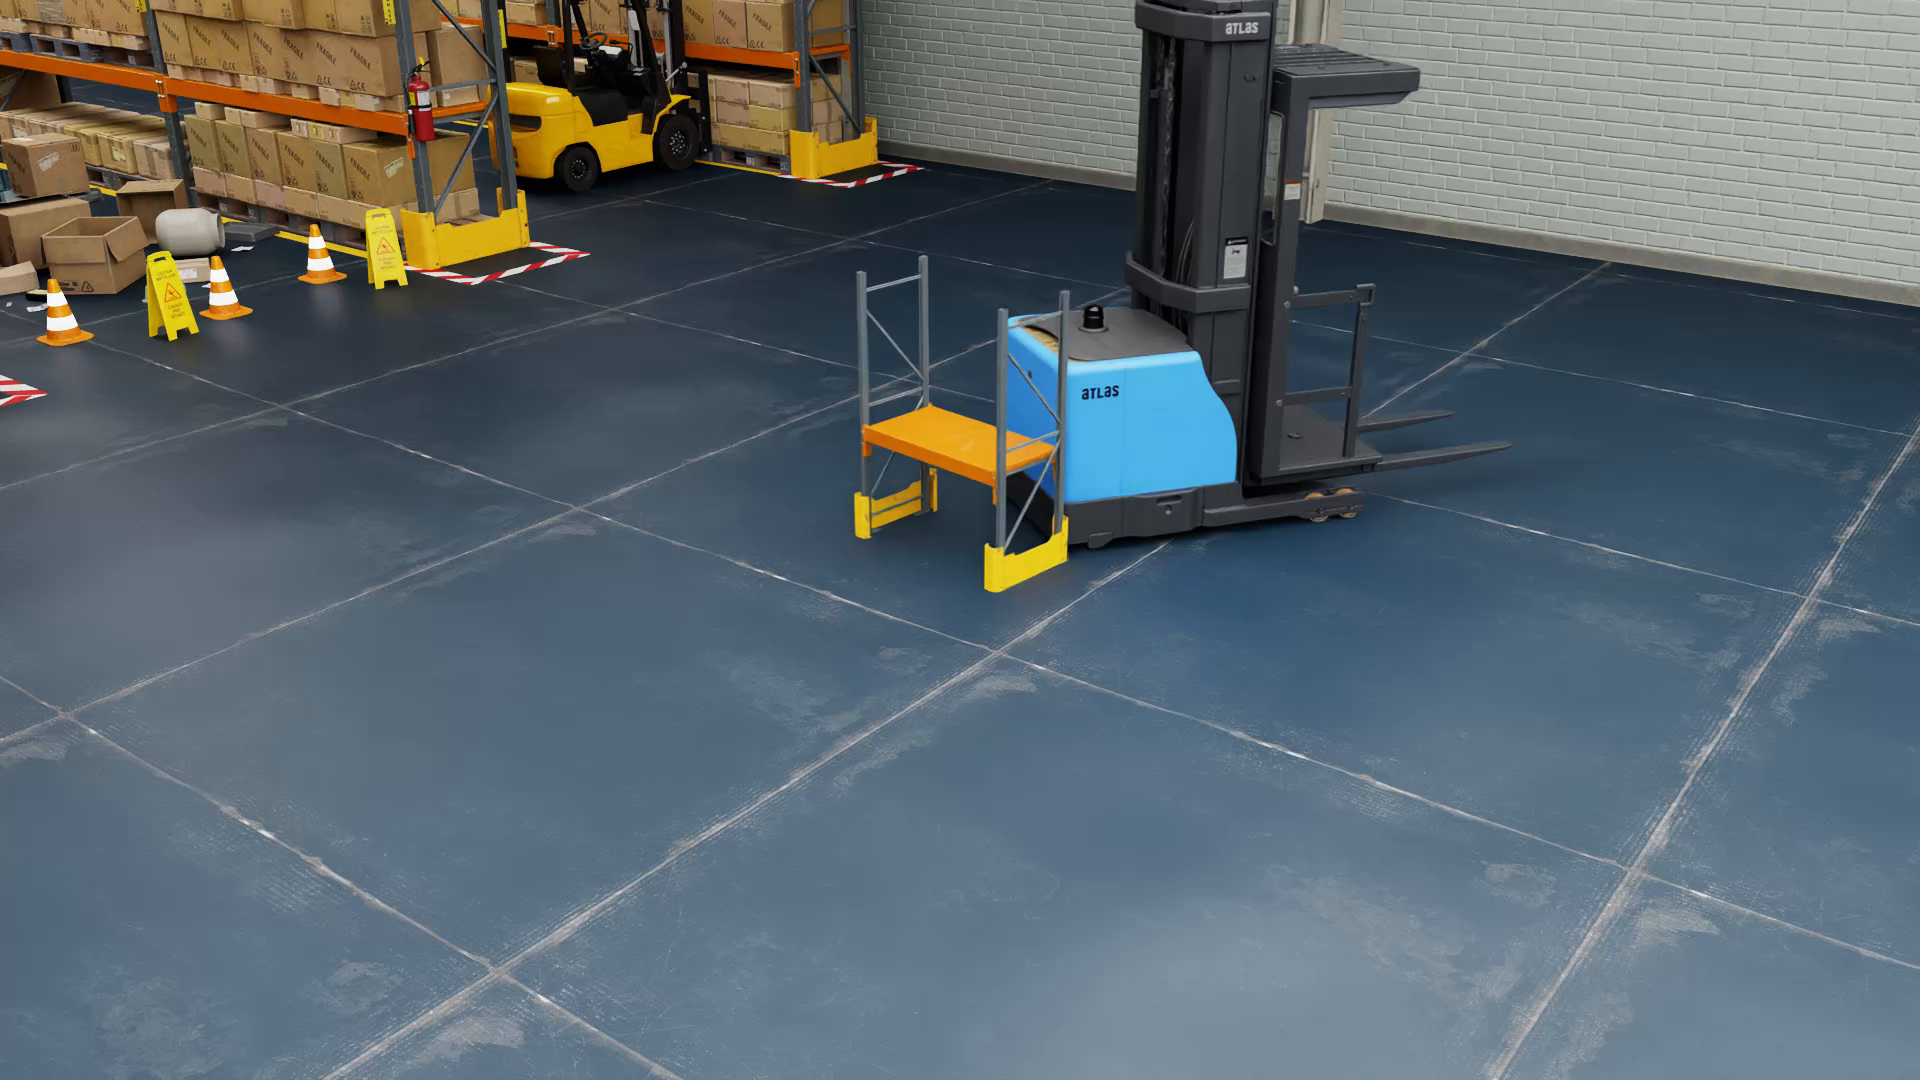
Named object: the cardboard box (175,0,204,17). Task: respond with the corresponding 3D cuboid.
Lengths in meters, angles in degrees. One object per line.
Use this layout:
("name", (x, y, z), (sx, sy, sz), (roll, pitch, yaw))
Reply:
("cardboard box", (-6.982, -5.251, 15.715), (0.500, 0.500, 0.700), (17, 29, 34))

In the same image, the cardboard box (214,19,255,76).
("cardboard box", (-6.605, -4.665, 15.624), (0.500, 0.500, 0.500), (17, 29, 33))

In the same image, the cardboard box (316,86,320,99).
("cardboard box", (-5.633, -4.112, 15.174), (0.250, 0.149, 0.380), (17, 29, 34))

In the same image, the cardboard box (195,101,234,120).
("cardboard box", (-7.225, -4.213, 16.247), (0.250, 0.149, 0.380), (17, 29, 34))

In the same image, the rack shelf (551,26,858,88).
("rack shelf", (-3.025, -5.708, 19.378), (4.000, 0.370, 1.077), (17, 29, 33))

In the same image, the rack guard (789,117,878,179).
("rack guard", (-1.405, -4.404, 18.626), (0.348, 0.500, 1.175), (17, 29, 33))

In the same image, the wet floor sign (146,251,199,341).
("wet floor sign", (-6.076, -1.885, 12.727), (0.232, 0.644, 0.267), (12, 26, 24))

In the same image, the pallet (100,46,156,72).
("pallet", (-8.124, -5.063, 17.258), (1.213, 0.211, 1.003), (17, 29, 33))

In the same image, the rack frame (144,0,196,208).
("rack frame", (-7.599, -4.919, 16.694), (0.127, 3.000, 1.000), (17, 29, 33))

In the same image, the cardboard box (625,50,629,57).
("cardboard box", (-4.116, -5.856, 20.470), (0.500, 0.250, 0.500), (17, 29, 34))

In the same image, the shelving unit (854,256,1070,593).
("shelving unit", (-0.002, -0.644, 8.851), (1.083, 1.500, 0.587), (22, 32, 40))

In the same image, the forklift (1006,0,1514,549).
("forklift", (1.788, -1.636, 9.327), (3.031, 2.935, 1.130), (-8, 25, -17))

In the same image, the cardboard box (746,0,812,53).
("cardboard box", (-1.976, -5.634, 18.193), (0.500, 0.500, 0.500), (16, 28, 32))

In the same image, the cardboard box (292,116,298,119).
("cardboard box", (-6.557, -4.017, 16.606), (0.500, 0.500, 0.500), (17, 29, 34))

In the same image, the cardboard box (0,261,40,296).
("cardboard box", (-8.007, -2.225, 13.970), (0.396, 0.266, 0.258), (-21, 31, -39))

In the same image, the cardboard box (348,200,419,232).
("cardboard box", (-5.226, -3.000, 15.228), (0.500, 0.250, 0.500), (17, 29, 33))

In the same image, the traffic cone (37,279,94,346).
("traffic cone", (-6.860, -1.756, 12.661), (0.334, 0.463, 0.336), (17, 29, 33))

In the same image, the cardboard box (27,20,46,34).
("cardboard box", (-9.807, -5.558, 17.936), (0.250, 0.149, 0.380), (19, 30, 36))

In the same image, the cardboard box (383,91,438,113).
("cardboard box", (-4.826, -3.858, 14.598), (0.250, 0.149, 0.380), (18, 29, 35))

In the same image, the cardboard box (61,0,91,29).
("cardboard box", (-8.914, -5.577, 17.173), (0.500, 0.500, 0.500), (18, 29, 35))

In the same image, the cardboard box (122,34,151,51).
("cardboard box", (-8.177, -5.031, 16.740), (0.250, 0.149, 0.380), (17, 29, 34))

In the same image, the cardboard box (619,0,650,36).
("cardboard box", (-3.594, -6.133, 19.325), (0.500, 0.500, 0.500), (16, 29, 33))

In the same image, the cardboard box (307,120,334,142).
("cardboard box", (-5.729, -3.764, 15.227), (0.250, 0.149, 0.380), (17, 29, 34))

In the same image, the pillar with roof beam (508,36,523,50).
("pillar with roof beam", (-8.824, -8.820, 18.108), (0.400, 9.000, 9.100), (17, 29, 33))

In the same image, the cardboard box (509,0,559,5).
("cardboard box", (-5.172, -6.718, 20.342), (0.500, 0.250, 0.500), (16, 28, 32))

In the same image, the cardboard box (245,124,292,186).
("cardboard box", (-6.440, -3.715, 15.920), (0.500, 0.500, 0.500), (19, 30, 36))

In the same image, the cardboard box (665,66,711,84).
("cardboard box", (-3.203, -5.321, 19.257), (0.500, 0.250, 0.500), (16, 28, 32))

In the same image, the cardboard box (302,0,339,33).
("cardboard box", (-5.339, -4.769, 14.620), (0.500, 0.500, 0.700), (17, 29, 34))

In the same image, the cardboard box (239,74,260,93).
("cardboard box", (-6.522, -4.312, 15.628), (0.250, 0.149, 0.380), (17, 29, 34))

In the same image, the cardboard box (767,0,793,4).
("cardboard box", (-1.870, -5.890, 17.969), (0.250, 0.149, 0.380), (17, 29, 34))

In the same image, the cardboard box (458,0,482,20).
("cardboard box", (-5.970, -6.740, 21.013), (0.500, 0.250, 0.500), (17, 29, 34))

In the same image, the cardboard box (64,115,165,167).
("cardboard box", (-9.155, -4.375, 18.197), (0.625, 0.372, 0.950), (18, 29, 35))

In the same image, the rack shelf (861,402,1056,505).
("rack shelf", (0.004, -0.477, 8.918), (1.000, 0.185, 0.538), (22, 32, 40))

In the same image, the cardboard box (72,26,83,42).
("cardboard box", (-8.984, -5.283, 17.310), (0.250, 0.149, 0.380), (17, 29, 33))

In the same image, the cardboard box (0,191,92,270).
("cardboard box", (-8.076, -2.703, 14.592), (0.503, 0.637, 0.797), (17, 29, 33))

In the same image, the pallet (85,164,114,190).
("pallet", (-9.204, -4.125, 18.351), (1.213, 0.211, 1.003), (17, 29, 33))

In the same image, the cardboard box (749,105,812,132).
("cardboard box", (-2.002, -4.733, 18.542), (0.500, 0.250, 0.500), (16, 29, 33))

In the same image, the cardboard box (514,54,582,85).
("cardboard box", (-5.050, -5.749, 21.003), (0.625, 0.625, 0.875), (18, 30, 36))

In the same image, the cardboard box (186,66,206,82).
("cardboard box", (-7.306, -4.580, 16.236), (0.250, 0.149, 0.380), (18, 29, 35))

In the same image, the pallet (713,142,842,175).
("pallet", (-2.062, -4.449, 19.086), (1.213, 0.211, 1.003), (17, 29, 33))

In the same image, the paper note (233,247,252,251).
("paper note", (-6.608, -2.689, 15.315), (0.148, 0.019, 0.142), (7, 25, 15))

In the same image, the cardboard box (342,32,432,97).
("cardboard box", (-4.998, -4.176, 14.514), (0.500, 0.500, 0.500), (16, 29, 32))

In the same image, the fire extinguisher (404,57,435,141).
("fire extinguisher", (-4.583, -3.740, 14.114), (0.183, 0.674, 0.296), (17, 29, 33))

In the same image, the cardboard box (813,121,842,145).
("cardboard box", (-1.700, -4.670, 19.018), (0.500, 0.250, 0.500), (17, 29, 34))

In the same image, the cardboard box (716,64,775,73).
("cardboard box", (-2.491, -5.367, 19.360), (0.500, 0.250, 0.500), (17, 29, 33))

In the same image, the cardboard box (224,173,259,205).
("cardboard box", (-6.855, -3.498, 16.357), (0.500, 0.250, 0.500), (19, 30, 36))
